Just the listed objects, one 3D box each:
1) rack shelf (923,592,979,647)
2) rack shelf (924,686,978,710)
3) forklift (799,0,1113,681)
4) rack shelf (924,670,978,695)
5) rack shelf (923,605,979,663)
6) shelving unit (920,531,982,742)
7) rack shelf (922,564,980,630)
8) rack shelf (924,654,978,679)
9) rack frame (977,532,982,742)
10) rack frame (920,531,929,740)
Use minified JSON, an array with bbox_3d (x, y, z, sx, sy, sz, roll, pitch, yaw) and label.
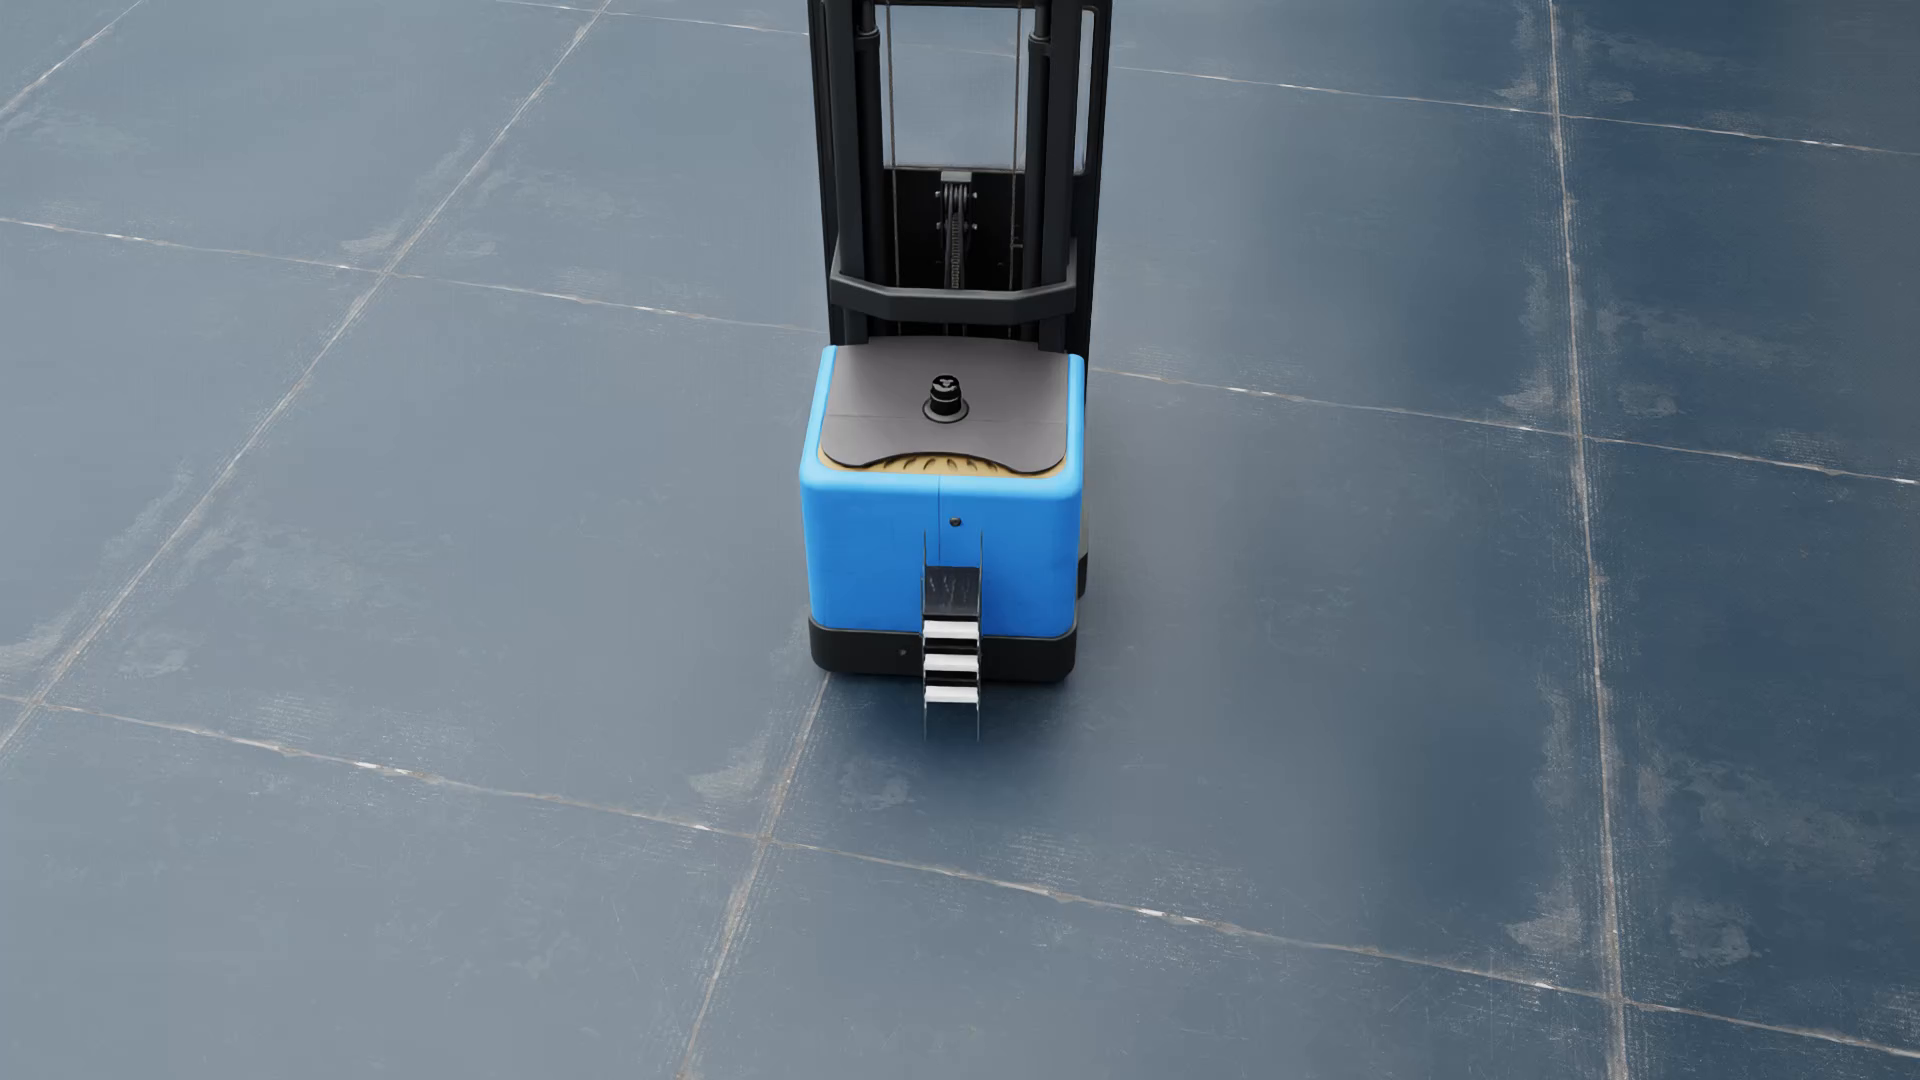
[{"bbox_3d":[-0.029,0.268,6.067,0.200,0.077,0.258,1,45,2],"label":"rack shelf"},{"bbox_3d":[-0.028,0.523,6.322,0.200,0.077,0.258,1,45,2],"label":"rack shelf"},{"bbox_3d":[0.015,-1.514,6.670,1.130,2.935,3.031,2,44,2],"label":"forklift"},{"bbox_3d":[-0.028,0.459,6.258,0.200,0.077,0.258,1,45,2],"label":"rack shelf"},{"bbox_3d":[-0.028,0.332,6.131,0.200,0.077,0.258,1,45,2],"label":"rack shelf"},{"bbox_3d":[-0.028,0.372,6.171,0.210,0.900,0.258,1,45,2],"label":"shelving unit"},{"bbox_3d":[-0.029,0.205,6.003,0.200,0.077,0.258,1,45,2],"label":"rack shelf"},{"bbox_3d":[-0.028,0.396,6.194,0.200,0.077,0.258,1,45,2],"label":"rack shelf"},{"bbox_3d":[0.073,0.375,6.168,0.006,0.900,0.240,1,45,2],"label":"rack frame"},{"bbox_3d":[-0.130,0.369,6.174,0.006,0.900,0.240,1,45,2],"label":"rack frame"}]
